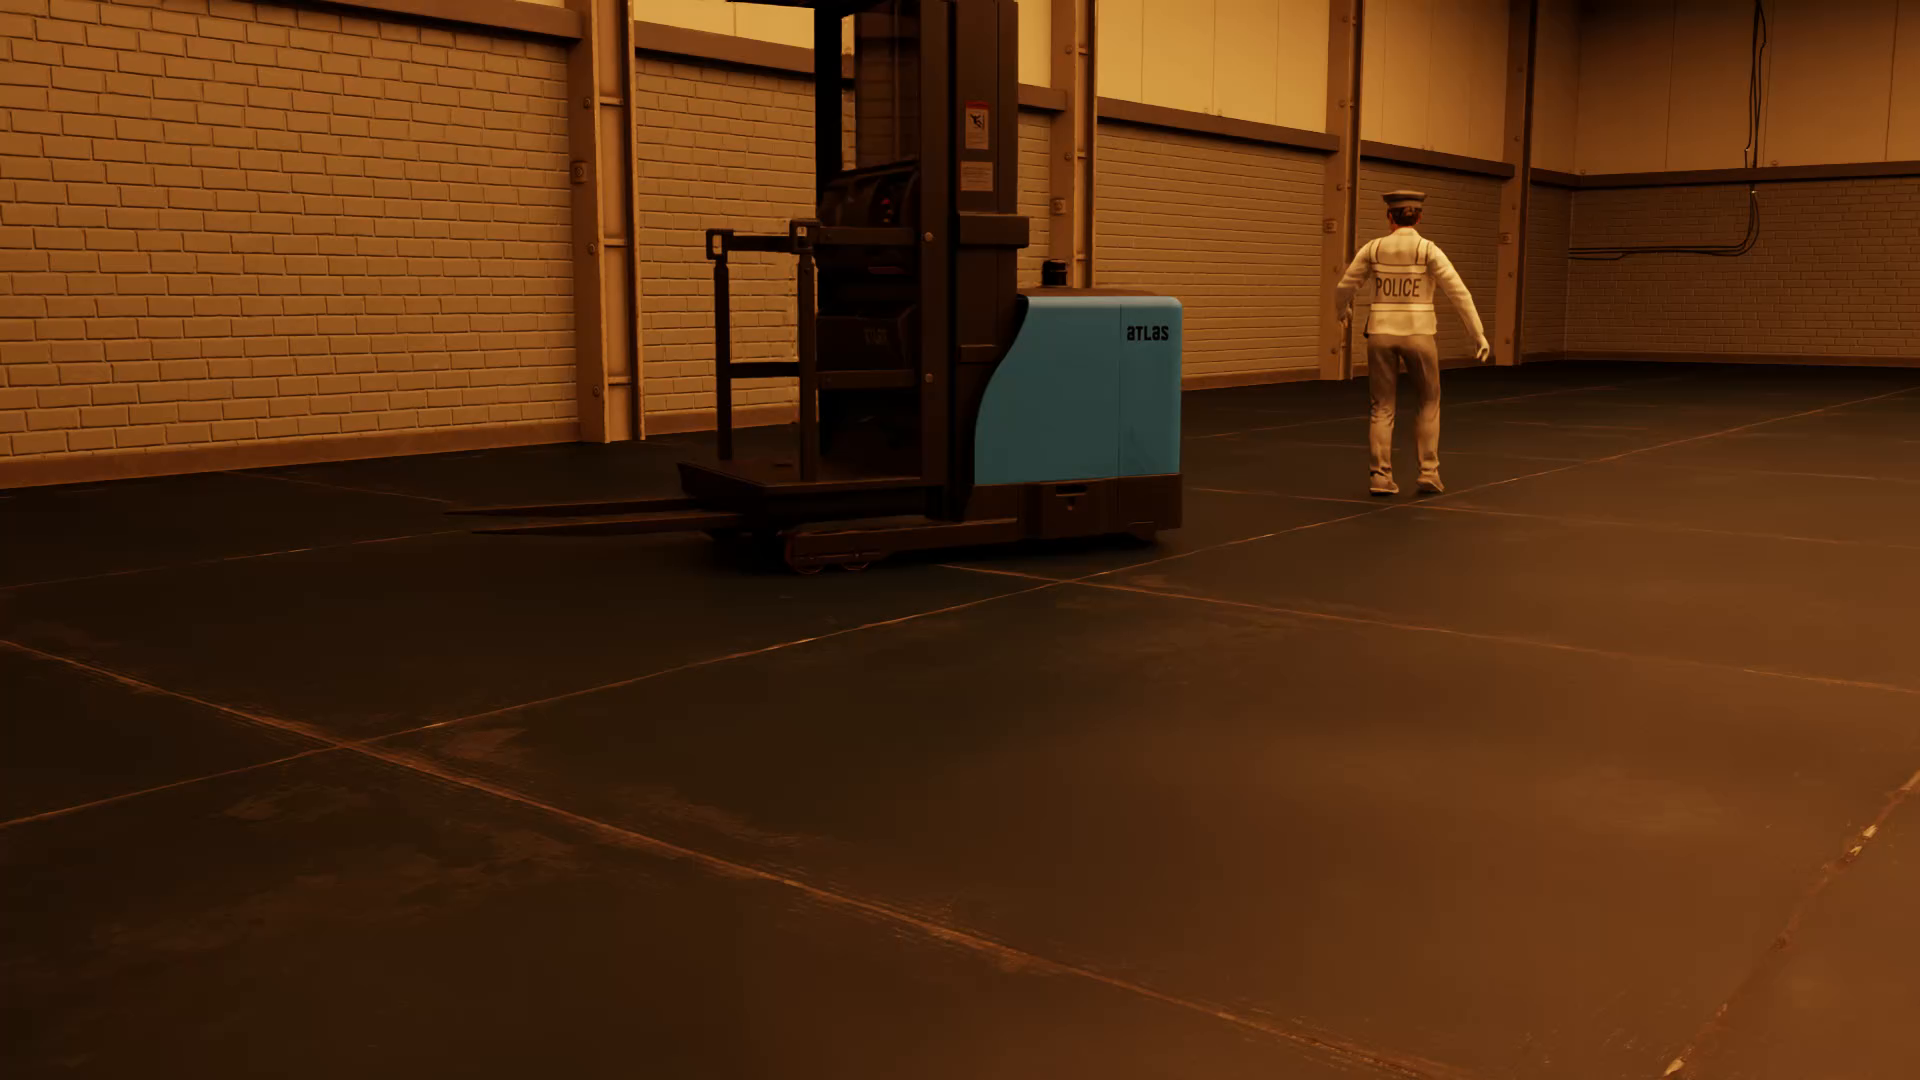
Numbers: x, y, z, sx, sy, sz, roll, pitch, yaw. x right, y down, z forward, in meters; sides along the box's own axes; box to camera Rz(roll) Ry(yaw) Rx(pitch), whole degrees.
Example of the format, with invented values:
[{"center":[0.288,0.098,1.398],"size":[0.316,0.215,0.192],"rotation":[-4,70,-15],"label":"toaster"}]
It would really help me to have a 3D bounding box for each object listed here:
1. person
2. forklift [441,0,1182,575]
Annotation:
[{"center":[2.460,-1.054,9.135],"size":[0.900,1.696,0.540],"rotation":[5,10,29],"label":"person"},{"center":[-0.577,-1.401,6.860],"size":[3.031,2.935,1.130],"rotation":[-4,9,-27],"label":"forklift"}]
